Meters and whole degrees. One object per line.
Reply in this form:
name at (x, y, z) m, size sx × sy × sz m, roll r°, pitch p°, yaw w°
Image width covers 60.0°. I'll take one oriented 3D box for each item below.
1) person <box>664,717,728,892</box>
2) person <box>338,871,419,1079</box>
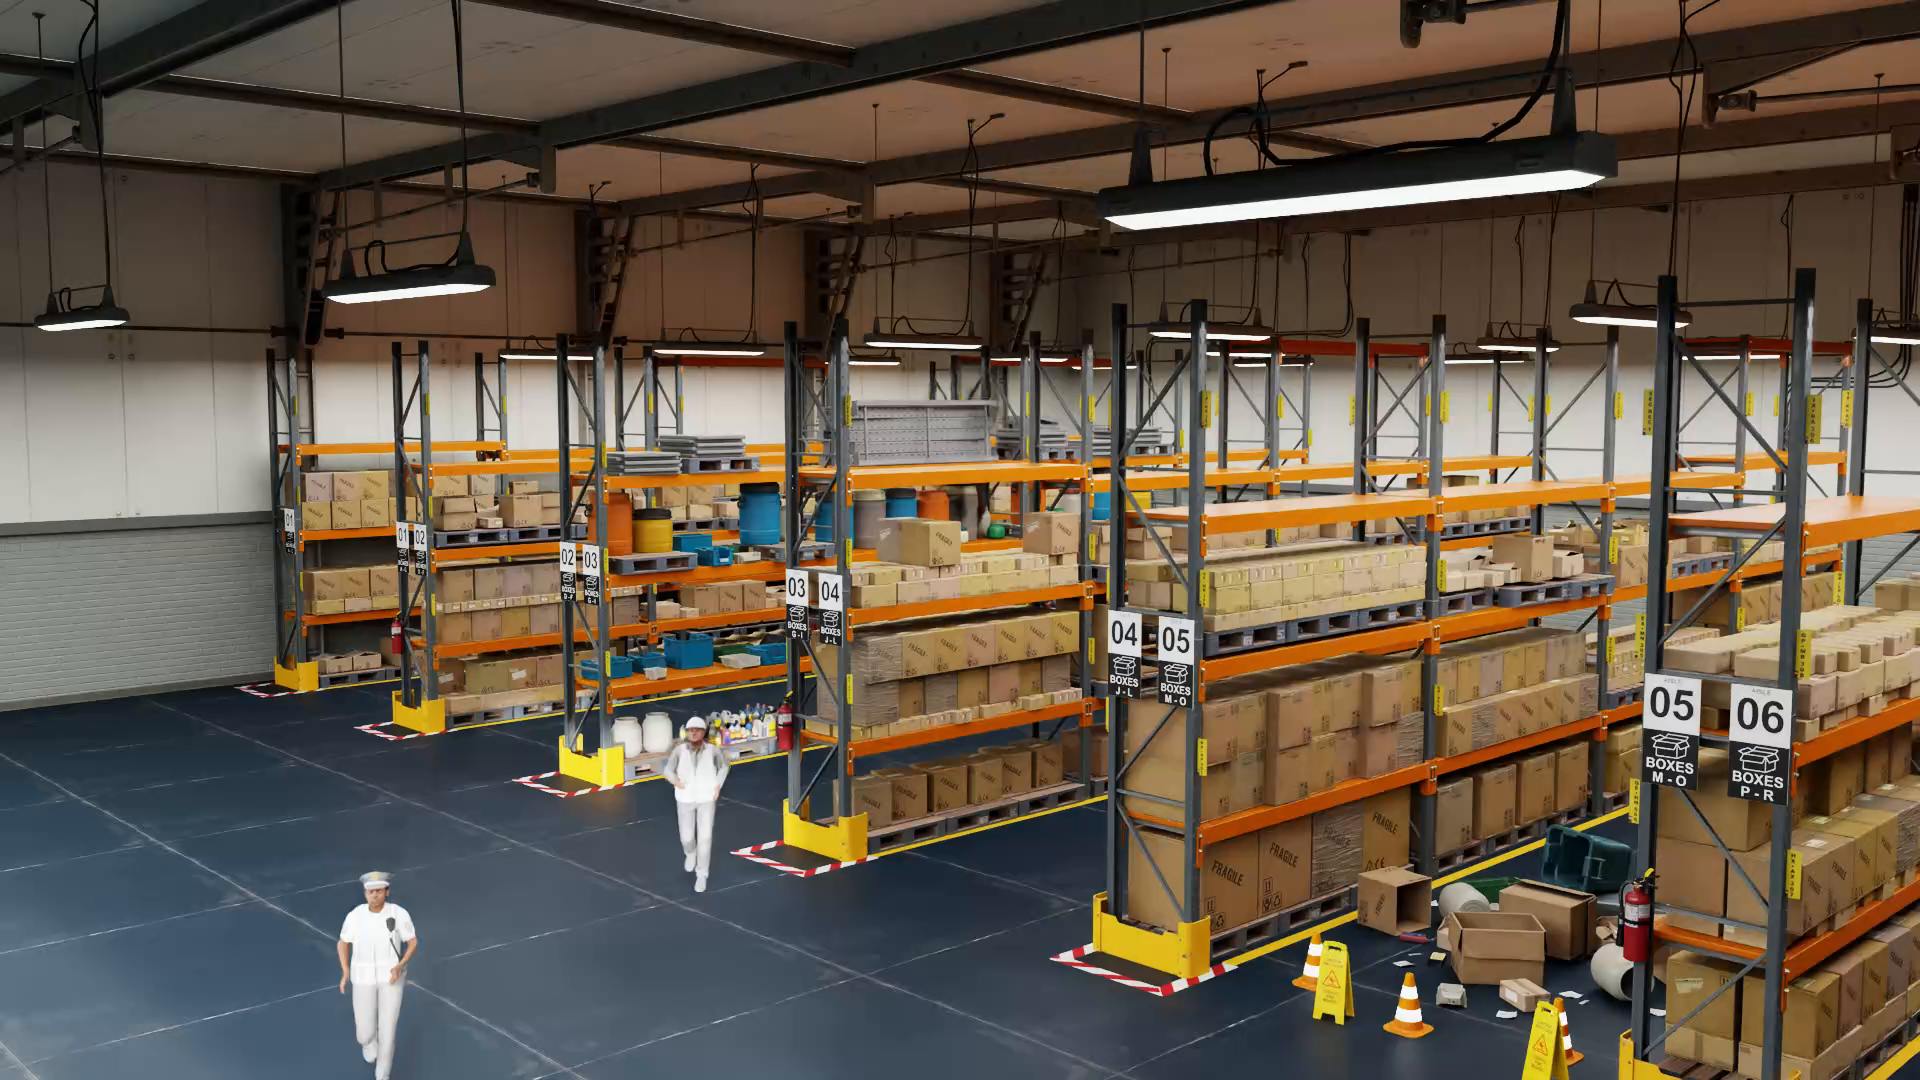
person at (-2.805, 2.762, 17.646) m, size 0.671 × 1.781 × 0.810 m, roll 0°, pitch 5°, yaw -3°
person at (-4.349, 3.274, 12.433) m, size 0.581 × 1.660 × 0.560 m, roll -1°, pitch 5°, yaw -14°
